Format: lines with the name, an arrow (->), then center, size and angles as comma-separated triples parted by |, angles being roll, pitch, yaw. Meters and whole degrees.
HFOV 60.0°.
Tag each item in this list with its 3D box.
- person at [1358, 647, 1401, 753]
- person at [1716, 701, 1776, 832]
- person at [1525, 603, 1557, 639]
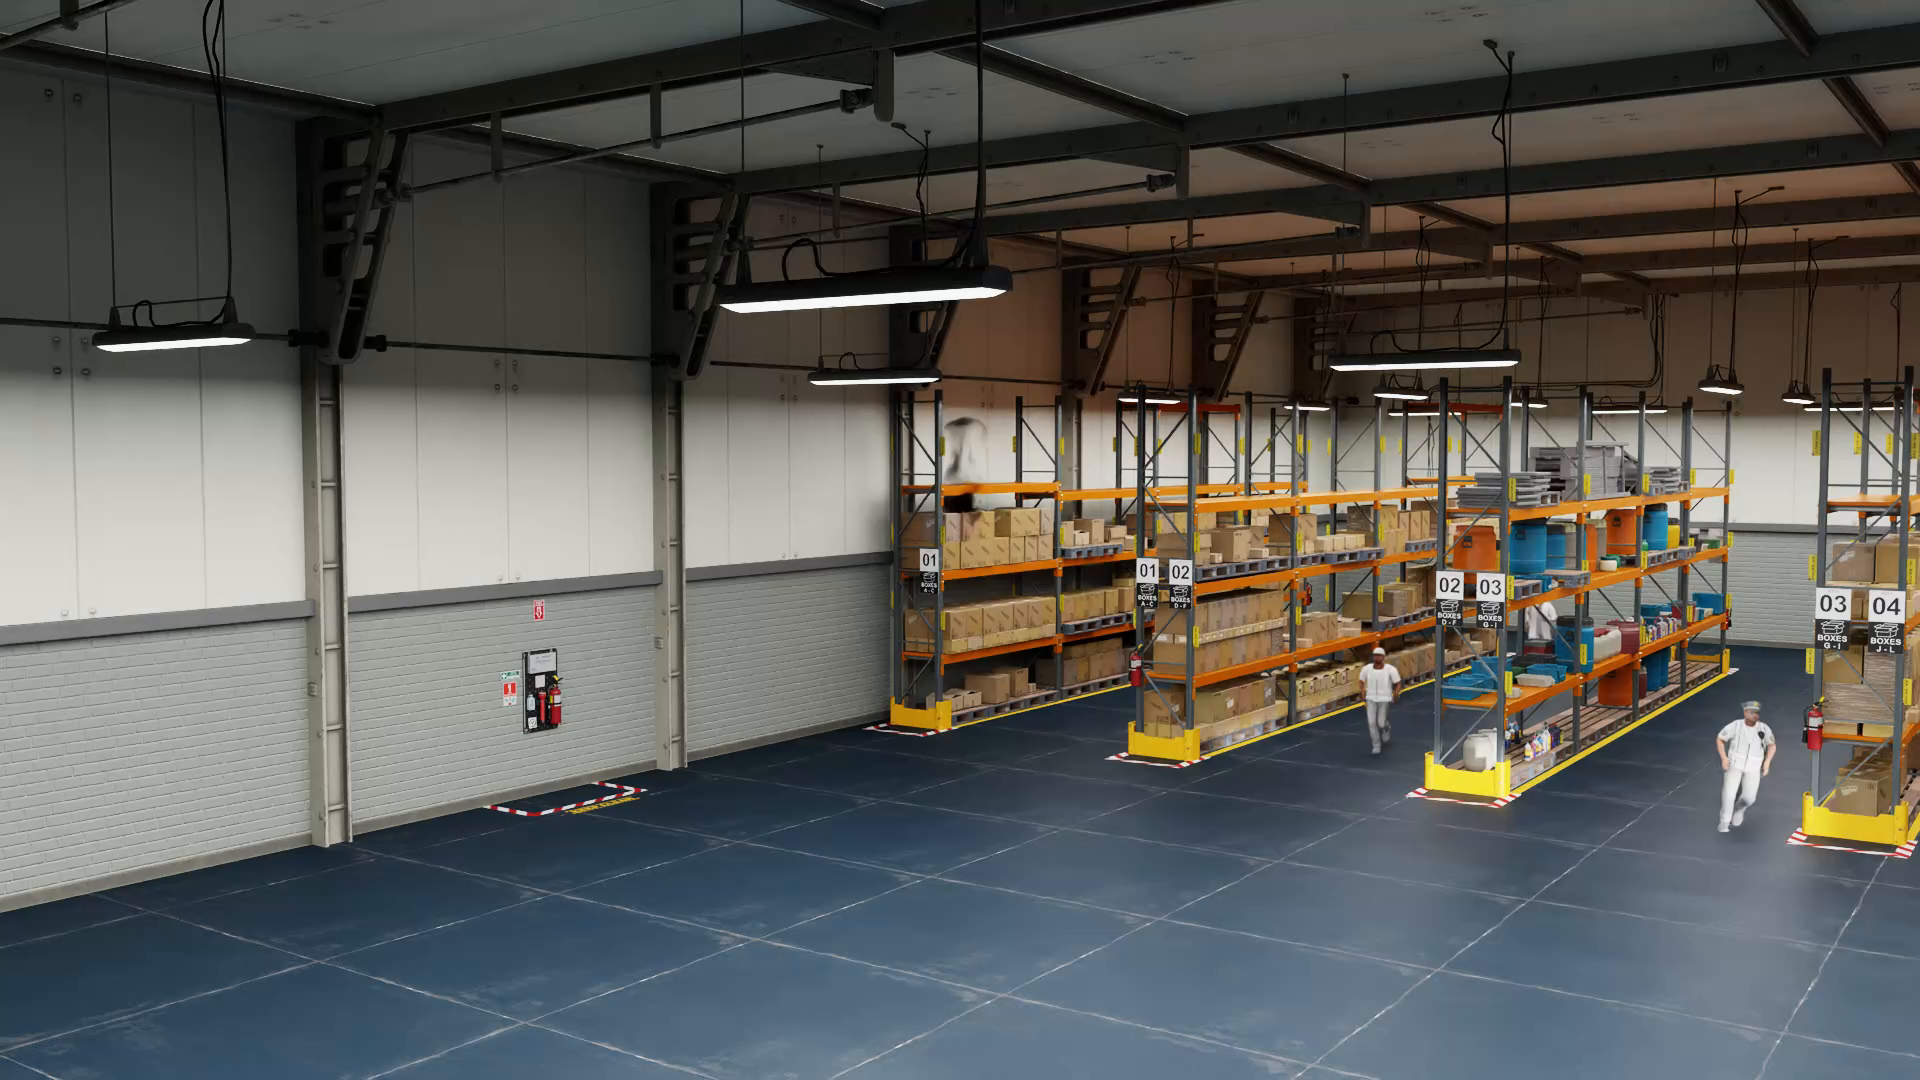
person -> 6.866, 2.614, 27.273 | 0.702, 1.726, 0.598 | 2, 4, 25
person -> 10.184, 2.940, 21.552 | 0.716, 1.725, 0.509 | 1, 3, 21
person -> 12.911, 2.034, 37.043 | 0.718, 1.753, 0.984 | 1, 4, 24
